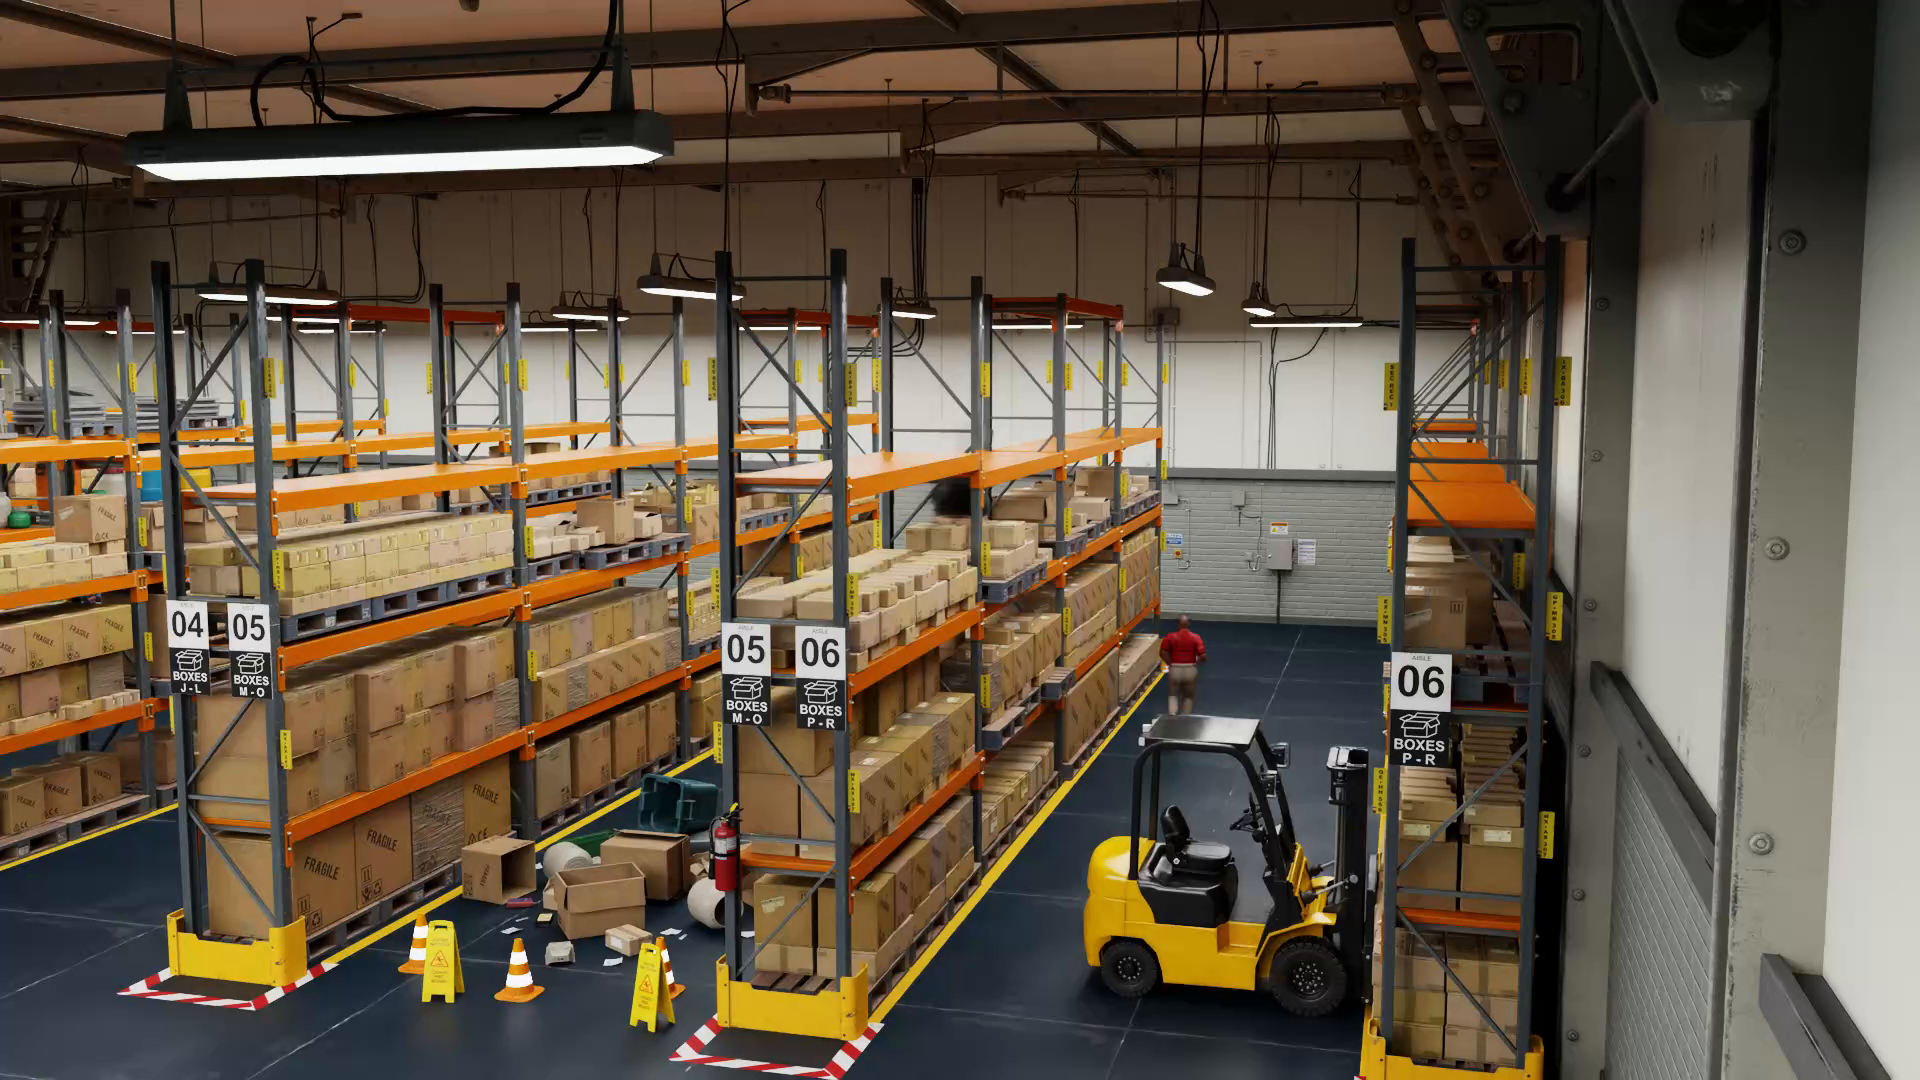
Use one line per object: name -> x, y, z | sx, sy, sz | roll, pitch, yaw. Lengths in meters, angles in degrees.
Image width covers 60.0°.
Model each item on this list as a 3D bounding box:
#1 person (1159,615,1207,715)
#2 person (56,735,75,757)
person -> 3.114, 1.872, 23.265 | 0.659, 1.672, 0.622 | 1, 6, 9
person -> -11.650, 2.021, 21.534 | 0.651, 1.735, 0.602 | 0, 6, 0
